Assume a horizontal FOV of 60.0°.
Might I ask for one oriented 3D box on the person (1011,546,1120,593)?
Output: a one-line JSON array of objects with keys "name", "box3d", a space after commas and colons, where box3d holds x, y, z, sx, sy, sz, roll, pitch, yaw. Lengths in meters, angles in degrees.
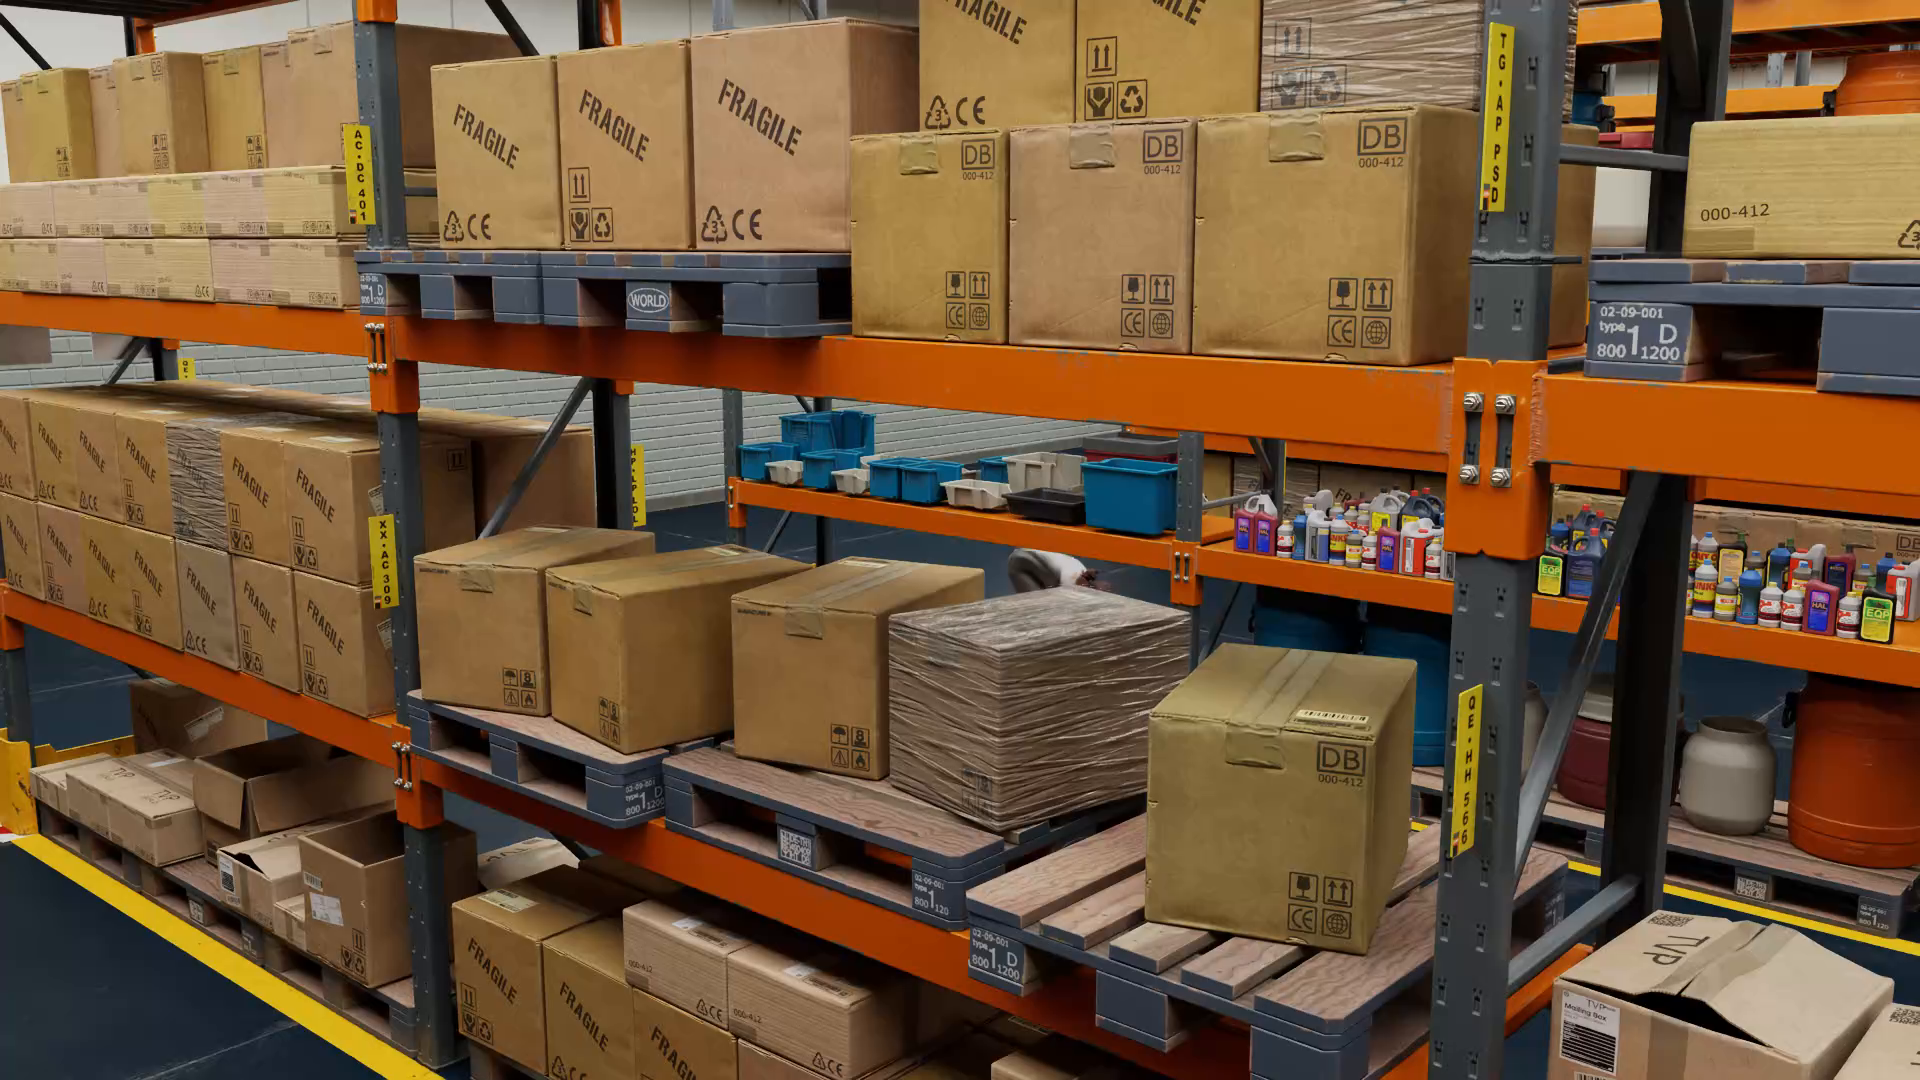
[{"name": "person", "box3d": [0.756, 0.437, 11.848, 0.872, 1.019, 0.420, 8, 13, 38]}]
